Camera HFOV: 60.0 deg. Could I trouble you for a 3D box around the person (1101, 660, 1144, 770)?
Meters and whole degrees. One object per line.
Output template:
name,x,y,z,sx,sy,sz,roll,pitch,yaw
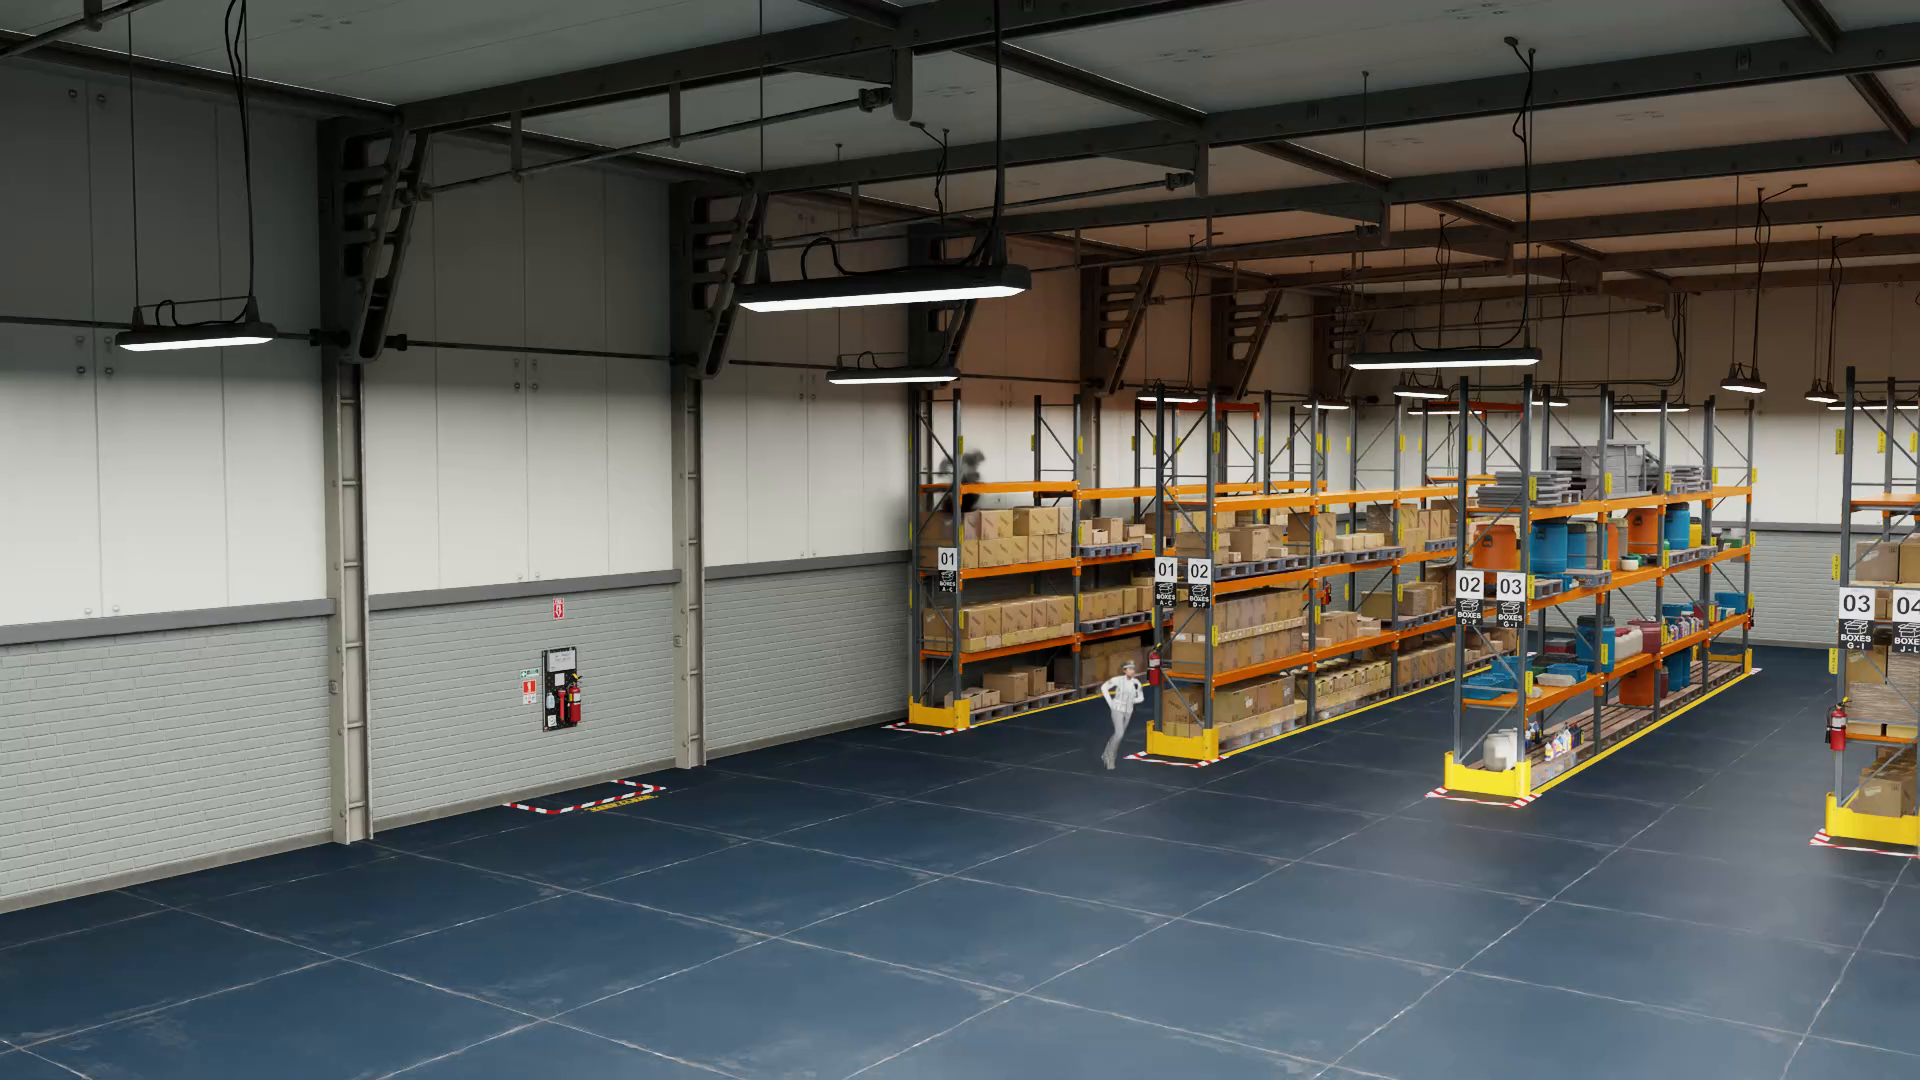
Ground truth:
person,2.517,2.714,25.884,0.631,1.723,0.653,-1,4,-24
